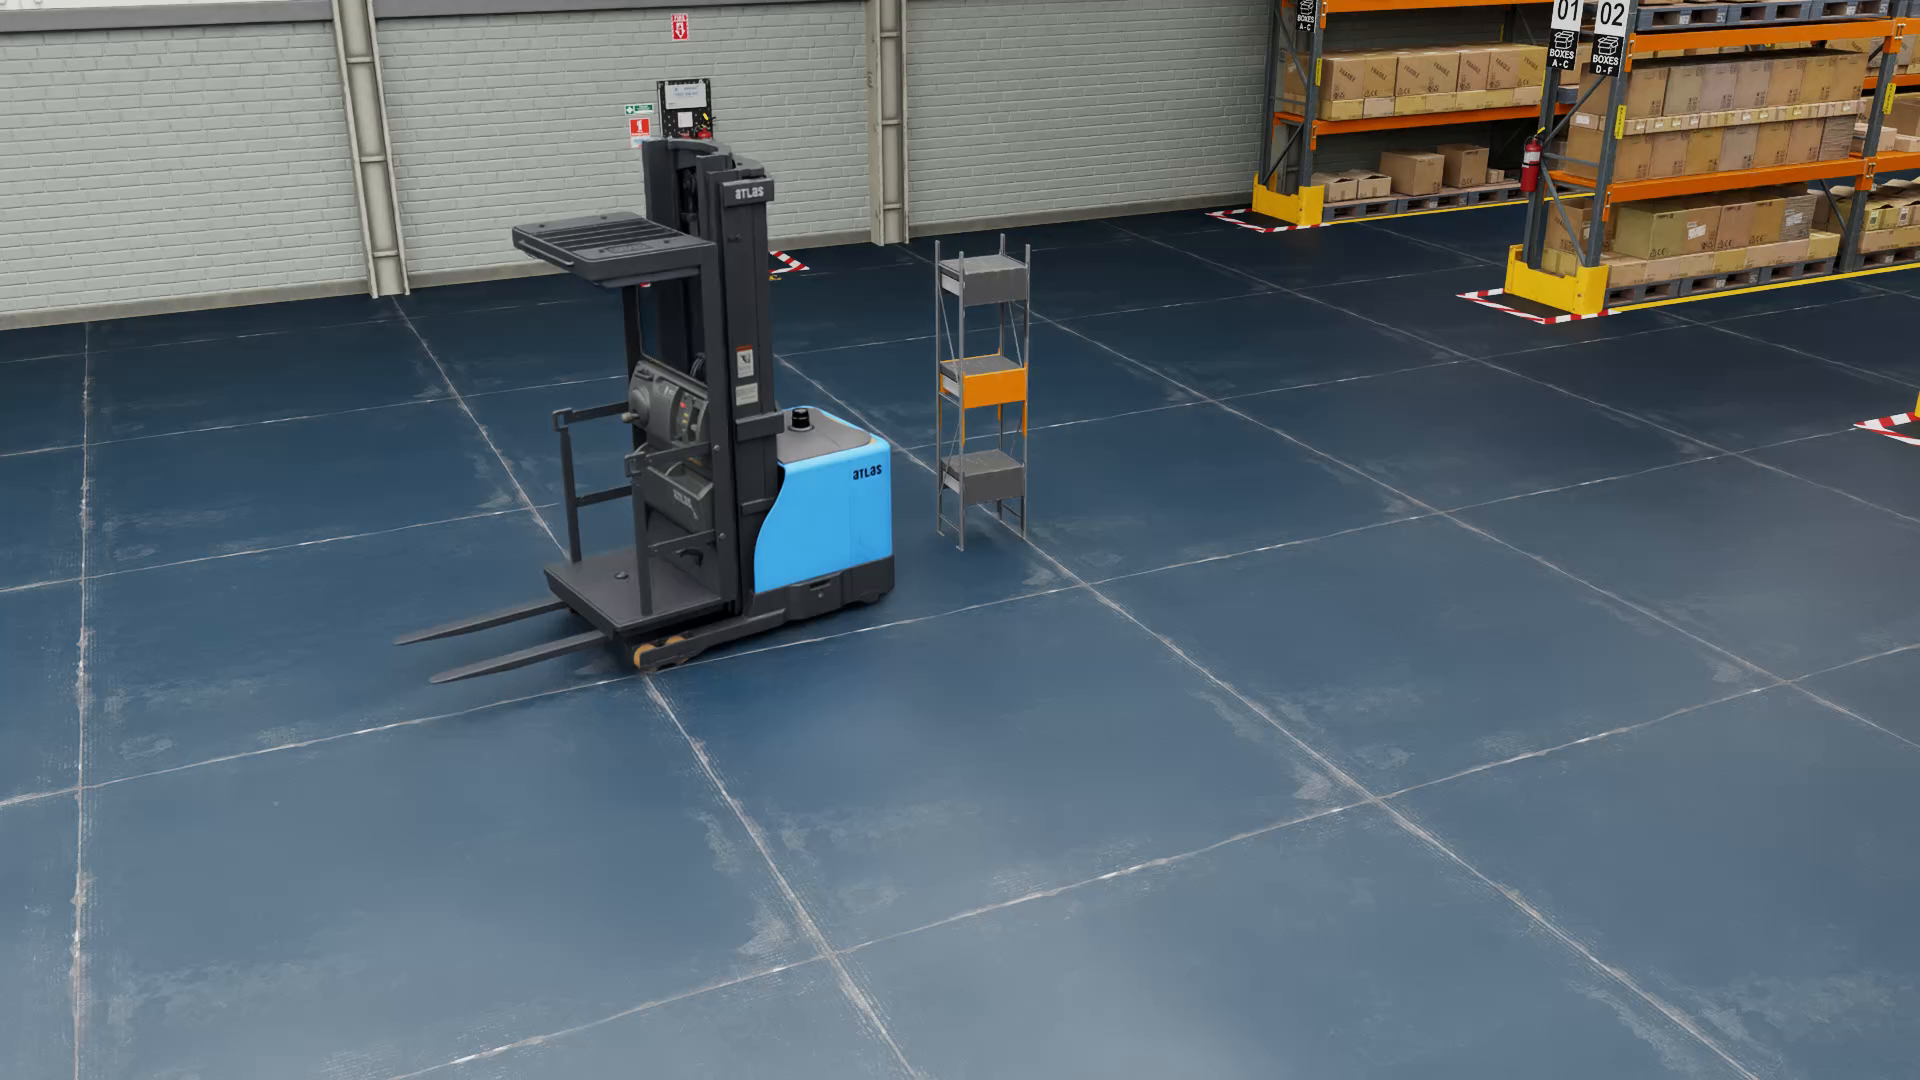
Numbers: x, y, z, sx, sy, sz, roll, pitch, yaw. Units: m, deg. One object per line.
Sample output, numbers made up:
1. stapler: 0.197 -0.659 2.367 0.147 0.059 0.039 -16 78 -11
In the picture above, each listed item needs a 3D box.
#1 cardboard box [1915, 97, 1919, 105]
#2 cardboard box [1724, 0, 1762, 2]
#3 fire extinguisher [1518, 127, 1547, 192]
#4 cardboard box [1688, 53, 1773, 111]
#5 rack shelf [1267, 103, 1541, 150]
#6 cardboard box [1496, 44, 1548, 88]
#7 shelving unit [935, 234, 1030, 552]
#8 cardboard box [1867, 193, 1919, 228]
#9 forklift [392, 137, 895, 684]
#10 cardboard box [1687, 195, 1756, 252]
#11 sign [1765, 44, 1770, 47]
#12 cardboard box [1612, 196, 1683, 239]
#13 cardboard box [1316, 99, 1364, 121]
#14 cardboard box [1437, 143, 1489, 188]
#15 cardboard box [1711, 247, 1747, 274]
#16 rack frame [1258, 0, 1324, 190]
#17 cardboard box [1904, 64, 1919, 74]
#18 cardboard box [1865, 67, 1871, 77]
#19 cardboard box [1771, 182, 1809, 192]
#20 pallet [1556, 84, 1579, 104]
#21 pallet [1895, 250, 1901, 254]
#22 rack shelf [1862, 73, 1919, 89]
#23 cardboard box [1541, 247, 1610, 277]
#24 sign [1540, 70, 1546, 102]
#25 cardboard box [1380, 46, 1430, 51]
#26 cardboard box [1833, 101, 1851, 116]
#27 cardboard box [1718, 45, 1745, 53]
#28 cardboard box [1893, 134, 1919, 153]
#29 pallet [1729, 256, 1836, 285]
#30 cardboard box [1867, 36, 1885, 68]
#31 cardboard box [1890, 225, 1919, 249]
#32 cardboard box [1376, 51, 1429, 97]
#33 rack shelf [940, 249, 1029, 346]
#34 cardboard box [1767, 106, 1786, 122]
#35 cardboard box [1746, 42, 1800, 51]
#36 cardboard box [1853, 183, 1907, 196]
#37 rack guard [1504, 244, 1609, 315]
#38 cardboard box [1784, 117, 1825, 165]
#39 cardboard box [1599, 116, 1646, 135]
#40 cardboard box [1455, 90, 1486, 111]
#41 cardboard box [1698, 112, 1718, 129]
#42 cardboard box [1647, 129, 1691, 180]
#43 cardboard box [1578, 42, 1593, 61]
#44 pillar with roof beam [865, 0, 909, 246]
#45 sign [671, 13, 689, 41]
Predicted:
1. cardboard box: 11.656 -4.975 19.715 0.500 0.500 0.500 -10 25 -24
2. cardboard box: 8.042 -5.845 17.164 0.500 0.500 0.500 -10 25 -24
3. fire extinguisher: 6.119 -4.078 17.780 0.183 0.674 0.296 -10 25 -24
4. cardboard box: 8.277 -4.956 17.975 0.500 0.500 0.700 -10 25 -24
5. rack shelf: 6.077 -5.679 22.487 4.000 0.370 1.077 -10 25 -24
6. cardboard box: 7.587 -6.444 22.586 0.500 0.500 0.500 -10 25 -24
7. shelving unit: 0.149 -0.998 11.415 0.503 2.100 0.431 -10 25 -24
8. cardboard box: 10.965 -3.883 19.521 0.500 0.311 0.500 -11 25 -24
9. forklift: -1.913 -0.796 9.842 3.031 2.935 1.130 -16 27 -33
10. cardboard box: 8.359 -3.503 18.356 0.500 0.500 0.500 -10 25 -24
11. sign: 11.727 -7.319 24.100 0.005 0.325 0.100 -10 25 -24
12. cardboard box: 7.676 -3.605 18.603 0.500 0.500 0.500 -10 25 -24
13. cardboard box: 4.852 -5.591 21.504 0.500 0.250 0.500 -11 25 -25
14. cardboard box: 6.961 -5.205 23.096 0.500 0.500 0.500 -12 26 -28
15. cardboard box: 8.359 -3.157 18.501 0.500 0.250 0.500 -10 25 -24
16. rack frame: 4.275 -5.679 21.548 0.127 3.000 1.000 -10 25 -24
17. cardboard box: 14.689 -7.359 25.909 0.250 0.149 0.380 -10 24 -23
18. cardboard box: 13.742 -7.214 25.558 0.250 0.149 0.380 -11 25 -25
19. cardboard box: 9.477 -3.937 19.406 0.500 0.500 0.500 -10 25 -24
20. pallet: 8.631 -6.331 23.373 1.213 0.211 1.003 -10 25 -24
21. pallet: 11.779 -3.687 20.382 1.213 0.211 1.003 -10 25 -24
22. rack shelf: 13.286 -7.006 25.693 4.000 0.370 1.077 -10 25 -24
23. cardboard box: 6.782 -3.087 18.332 0.500 0.250 0.500 -10 25 -24
24. sign: 6.204 -4.807 17.616 0.005 0.325 0.100 -10 25 -24
25. cardboard box: 5.983 -6.368 22.402 0.500 0.500 0.500 -10 25 -23
26. cardboard box: 9.655 -4.823 18.501 0.250 0.149 0.380 -11 25 -25
27. cardboard box: 11.064 -7.174 24.454 0.500 0.500 0.700 -14 26 -30
28. cardboard box: 10.918 -4.597 19.262 0.250 0.149 0.380 -10 25 -24
29. pallet: 9.296 -3.230 19.278 1.213 0.211 1.003 -10 25 -24
30. cardboard box: 13.869 -7.531 25.476 0.500 0.500 0.500 -10 25 -24
31. cardboard box: 10.963 -3.626 19.633 0.500 0.250 0.500 -10 24 -22
32. cardboard box: 5.754 -6.103 21.762 0.500 0.500 0.500 -11 25 -25
33. rack shelf: 0.149 -1.632 11.152 0.480 0.518 0.431 -10 25 -24
34. cardboard box: 8.734 -4.653 18.091 0.250 0.149 0.380 -10 24 -22
35. cardboard box: 12.032 -7.192 24.656 0.500 0.500 0.500 -10 24 -22
36. cardboard box: 11.188 -4.155 20.180 0.500 0.311 0.500 -11 25 -24
37. rack guard: 6.405 -2.814 17.894 0.348 0.500 1.175 -10 25 -24
38. cardboard box: 9.162 -4.517 18.610 0.500 0.500 0.700 -11 25 -24
39. cardboard box: 6.874 -4.310 17.260 0.250 0.149 0.380 -11 25 -24
40. cardboard box: 6.685 -5.931 22.327 0.500 0.250 0.500 -11 25 -24
41. cardboard box: 7.803 -4.481 17.675 0.250 0.149 0.380 -11 25 -25
42. cardboard box: 7.324 -4.181 17.797 0.500 0.500 0.700 -10 24 -22
43. cardboard box: 8.859 -6.755 23.442 0.500 0.500 0.700 -8 24 -18
44. pillar with roof beam: 0.991 -6.387 15.413 0.400 9.000 9.100 -10 25 -24
45. sign: -3.169 -5.806 18.823 0.199 0.298 0.001 -10 25 -24
